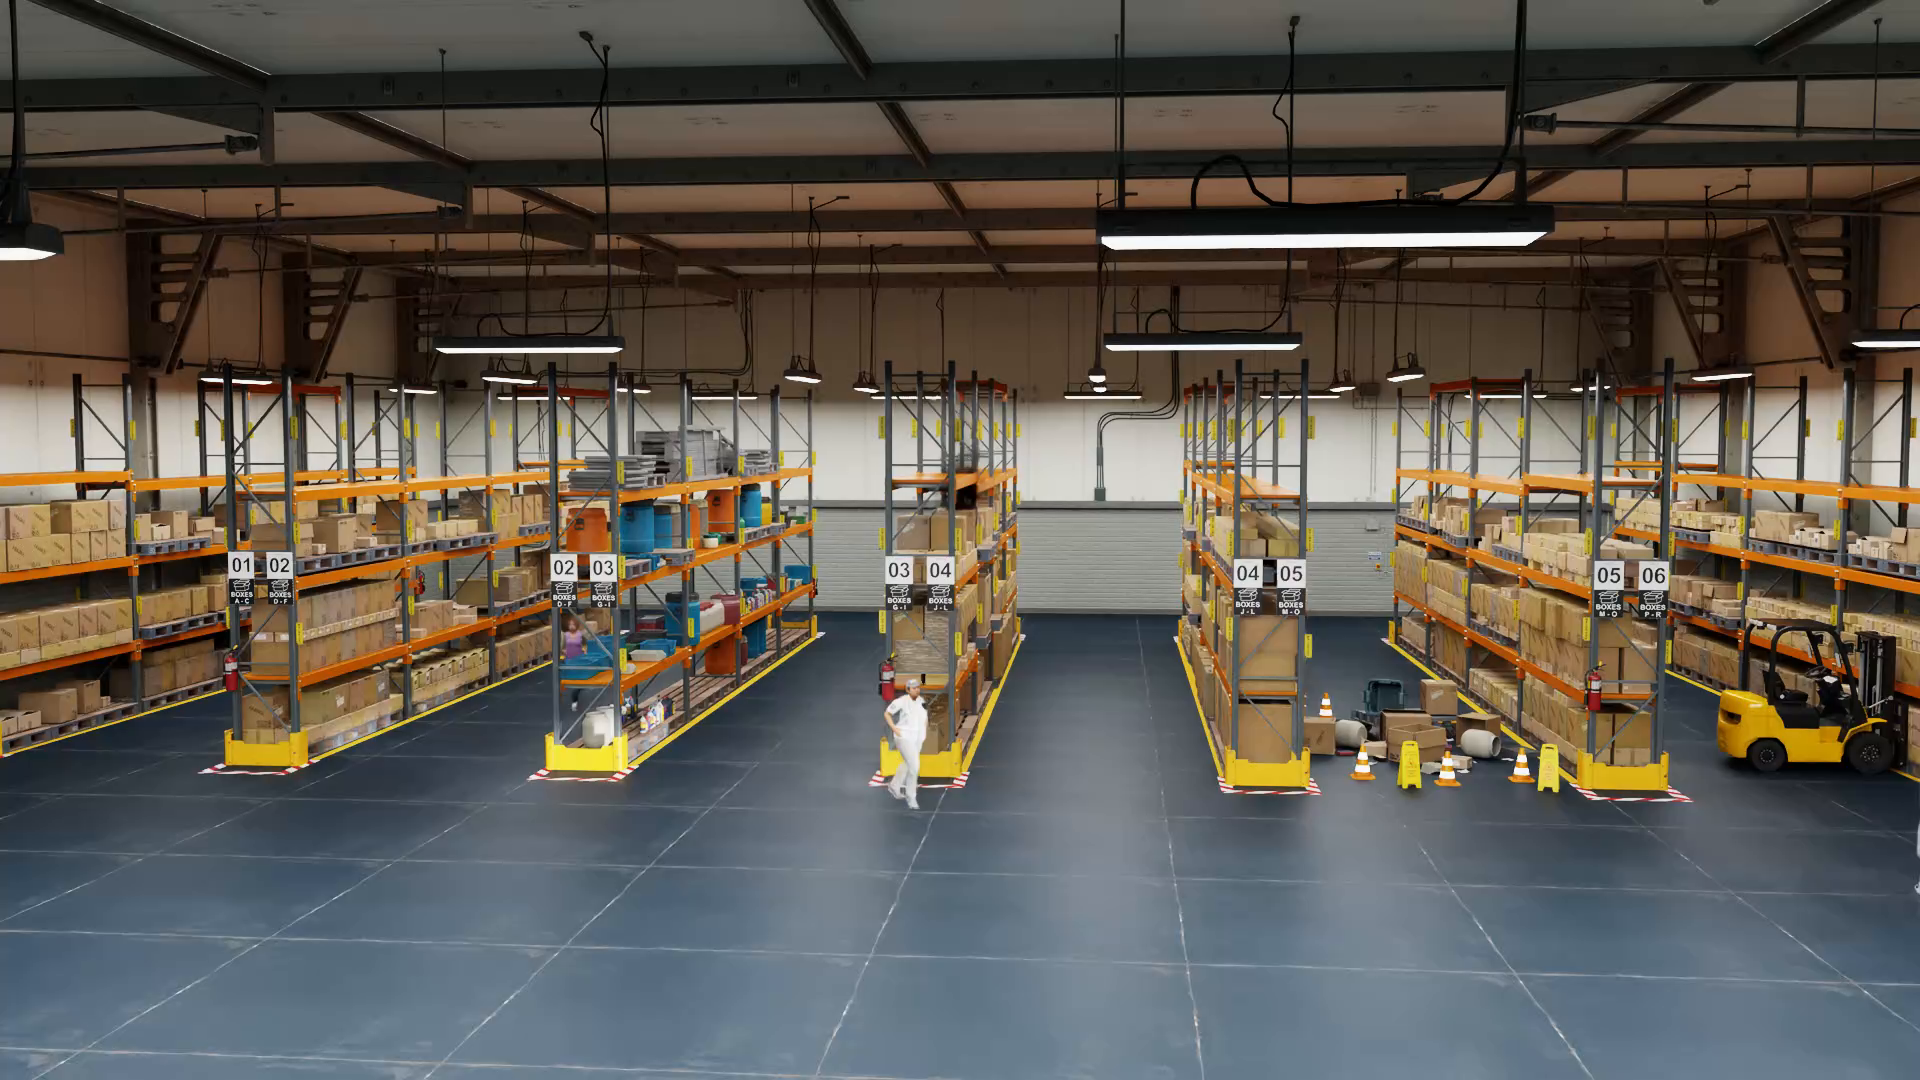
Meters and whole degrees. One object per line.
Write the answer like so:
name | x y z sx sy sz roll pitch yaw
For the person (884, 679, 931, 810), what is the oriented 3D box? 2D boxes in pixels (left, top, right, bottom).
person | -0.678 2.712 22.310 0.625 1.733 0.703 -4 5 -44

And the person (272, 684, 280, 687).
person | -11.650 2.242 28.707 0.636 1.741 0.586 0 4 7

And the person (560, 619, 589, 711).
person | -6.977 2.220 30.064 0.538 1.605 0.877 0 4 -5
